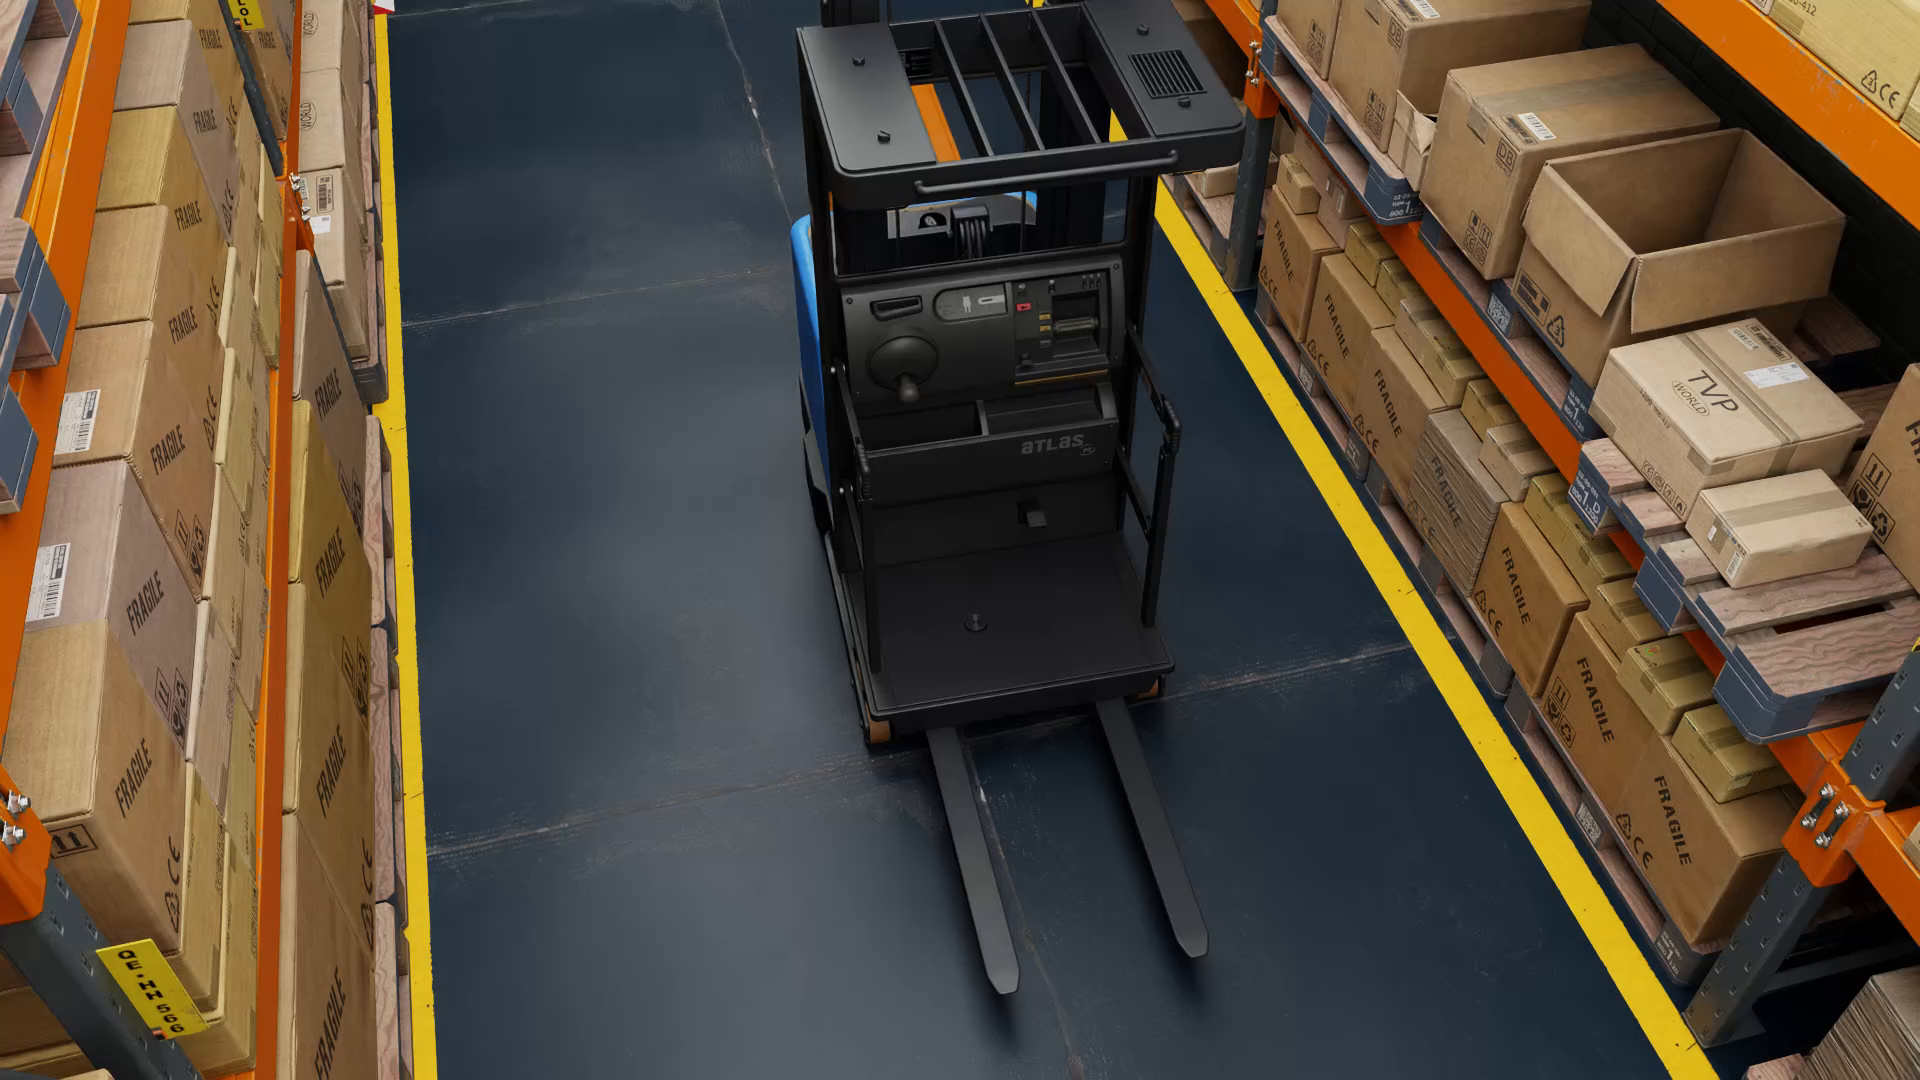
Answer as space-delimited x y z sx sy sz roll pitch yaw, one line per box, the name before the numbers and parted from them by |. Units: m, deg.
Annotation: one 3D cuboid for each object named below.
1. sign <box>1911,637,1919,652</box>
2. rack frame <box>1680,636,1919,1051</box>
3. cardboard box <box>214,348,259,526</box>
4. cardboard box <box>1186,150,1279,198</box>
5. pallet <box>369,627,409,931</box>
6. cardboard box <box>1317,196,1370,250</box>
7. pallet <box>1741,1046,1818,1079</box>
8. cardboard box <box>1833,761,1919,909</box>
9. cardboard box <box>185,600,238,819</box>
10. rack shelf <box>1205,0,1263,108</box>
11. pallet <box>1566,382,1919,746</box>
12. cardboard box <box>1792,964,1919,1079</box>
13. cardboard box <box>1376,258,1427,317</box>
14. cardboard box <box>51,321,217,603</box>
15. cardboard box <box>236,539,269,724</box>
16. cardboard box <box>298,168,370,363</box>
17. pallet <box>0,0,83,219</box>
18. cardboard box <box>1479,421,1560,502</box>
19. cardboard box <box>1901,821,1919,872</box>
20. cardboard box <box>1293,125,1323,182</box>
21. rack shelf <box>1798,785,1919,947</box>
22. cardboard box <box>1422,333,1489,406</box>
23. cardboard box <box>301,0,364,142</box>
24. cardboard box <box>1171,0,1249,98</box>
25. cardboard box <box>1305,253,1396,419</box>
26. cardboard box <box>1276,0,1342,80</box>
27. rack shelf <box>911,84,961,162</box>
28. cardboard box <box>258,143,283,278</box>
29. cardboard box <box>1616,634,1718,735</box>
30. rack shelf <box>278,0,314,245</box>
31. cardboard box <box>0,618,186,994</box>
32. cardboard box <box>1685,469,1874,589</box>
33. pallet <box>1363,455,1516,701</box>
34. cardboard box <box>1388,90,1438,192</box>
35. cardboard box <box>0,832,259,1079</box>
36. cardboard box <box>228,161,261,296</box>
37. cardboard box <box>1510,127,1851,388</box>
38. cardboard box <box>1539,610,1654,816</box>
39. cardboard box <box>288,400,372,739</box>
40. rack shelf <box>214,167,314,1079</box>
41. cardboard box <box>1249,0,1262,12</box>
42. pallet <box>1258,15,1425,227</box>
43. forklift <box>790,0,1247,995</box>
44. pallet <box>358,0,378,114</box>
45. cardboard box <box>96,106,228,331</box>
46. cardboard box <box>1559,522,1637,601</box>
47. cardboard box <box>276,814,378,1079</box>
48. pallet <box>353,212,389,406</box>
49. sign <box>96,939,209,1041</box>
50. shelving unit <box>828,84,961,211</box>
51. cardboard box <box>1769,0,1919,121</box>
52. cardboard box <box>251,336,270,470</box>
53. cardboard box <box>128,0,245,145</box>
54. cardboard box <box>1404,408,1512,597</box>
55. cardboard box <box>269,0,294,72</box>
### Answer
sign | 2.261 0.137 3.760 0.100 0.325 0.005 -11 47 -10
rack frame | 2.783 0.409 4.249 1.000 3.000 0.127 -11 47 -10
cardboard box | -2.269 -0.254 4.654 0.500 0.250 0.500 -10 46 -10
cardboard box | 1.332 -1.833 8.148 0.380 0.149 0.250 -12 47 -12
pallet | -2.452 0.896 5.724 1.003 0.211 1.213 -11 47 -10
cardboard box | 1.739 -1.378 7.003 0.380 0.149 0.250 -12 47 -11
pallet | 2.956 1.961 4.681 1.003 0.211 1.213 -11 47 -10
cardboard box | 2.946 0.795 5.327 0.500 0.500 0.500 -9 46 -9
cardboard box | -2.037 0.445 3.969 0.500 0.250 0.500 -10 46 -9
rack shelf | 1.247 -3.482 8.566 1.077 0.370 4.000 -11 47 -10
pallet | 2.542 0.021 4.764 1.213 0.211 1.003 -11 47 -10
cardboard box | 2.929 1.526 4.523 0.875 0.625 0.625 -9 46 -9
cardboard box | 1.899 -1.016 6.648 0.380 0.149 0.250 -11 47 -11
cardboard box | -2.158 -0.152 4.028 0.500 0.500 0.500 -9 46 -9
cardboard box | -2.174 0.273 4.487 0.500 0.250 0.500 -9 46 -9
cardboard box | -3.095 -1.146 7.273 0.875 0.438 0.875 -11 47 -11
pallet | -2.520 -0.871 3.535 1.003 0.211 1.213 -9 46 -8
cardboard box | 2.099 -0.305 5.951 0.380 0.149 0.250 -13 47 -12
cardboard box | 2.660 0.813 3.958 0.500 0.250 0.500 -11 47 -10
cardboard box | 1.652 -1.671 7.081 0.380 0.149 0.250 -11 47 -11
rack shelf | 3.295 2.042 3.153 1.077 0.370 4.000 -11 47 -10
cardboard box | 1.988 -0.665 6.304 0.380 0.149 0.250 -9 46 -9
cardboard box | -3.554 -2.387 8.489 0.875 0.438 0.875 -10 46 -9
cardboard box | 1.247 -2.633 8.686 0.700 0.500 0.500 -12 47 -12
cardboard box | 1.811 -0.884 6.972 0.500 0.500 0.500 -11 47 -11
cardboard box | 1.667 -2.160 6.402 0.700 0.500 0.500 -10 46 -9
rack shelf | -0.283 -1.613 7.133 0.538 0.278 1.000 -9 46 -8
cardboard box | -2.680 -1.126 5.859 0.500 0.250 0.500 -12 47 -11
cardboard box | 2.312 0.432 5.228 0.380 0.149 0.250 -13 47 -12
rack shelf | -3.550 -2.571 7.674 1.077 0.370 4.000 -11 47 -10
cardboard box | -1.904 0.549 3.342 0.500 0.500 0.500 -12 47 -12
cardboard box | 2.244 -0.033 4.564 0.380 0.149 0.250 -10 46 -10
pallet | 2.320 0.022 6.581 1.003 0.211 1.213 -11 47 -10
cardboard box | 1.744 -1.423 5.845 0.396 0.266 0.258 -9 46 -8
cardboard box | -1.896 0.988 3.787 0.500 0.250 0.500 -11 47 -11
cardboard box | -2.555 -0.961 5.347 0.500 0.250 0.500 -10 46 -9
cardboard box | 2.186 -0.867 5.133 0.797 0.503 0.637 -12 47 -11
cardboard box | 2.349 0.537 5.580 0.500 0.500 0.500 -11 47 -11
cardboard box | -2.564 0.190 5.657 0.875 0.875 0.875 -9 46 -9
rack shelf | -2.526 0.190 4.967 1.077 0.370 4.000 -11 47 -10
cardboard box | 1.433 -2.439 7.216 0.380 0.149 0.250 -10 46 -10
pallet | 1.858 -1.714 6.464 1.003 0.211 1.213 -11 47 -10
forklift | 0.130 -0.588 5.274 1.130 2.935 3.031 -9 46 -8
pallet | -3.782 -2.690 9.239 1.003 0.211 1.213 -11 47 -10
cardboard box | -2.431 -0.855 4.718 0.500 0.500 0.500 -9 46 -9
cardboard box | 2.263 0.052 5.601 0.380 0.149 0.250 -9 46 -9
cardboard box | -2.111 1.424 4.448 0.875 0.875 0.875 -11 47 -11
pallet | -3.157 -1.006 7.588 1.003 0.211 1.213 -11 47 -10
sign | -1.492 0.836 3.075 0.100 0.325 0.005 -11 47 -10
shelving unit | -0.283 -1.408 7.343 0.538 1.125 1.048 -9 46 -8
cardboard box | 2.287 -1.245 3.875 0.500 0.250 0.500 -11 47 -10
cardboard box | -2.440 -0.423 5.169 0.500 0.250 0.500 -12 47 -11
cardboard box | -2.681 -1.565 5.413 0.500 0.500 0.500 -9 46 -9
cardboard box | 2.061 -0.179 6.281 0.500 0.500 0.500 -12 47 -12
cardboard box | -3.030 -2.197 6.733 0.500 0.500 0.500 -10 47 -10
